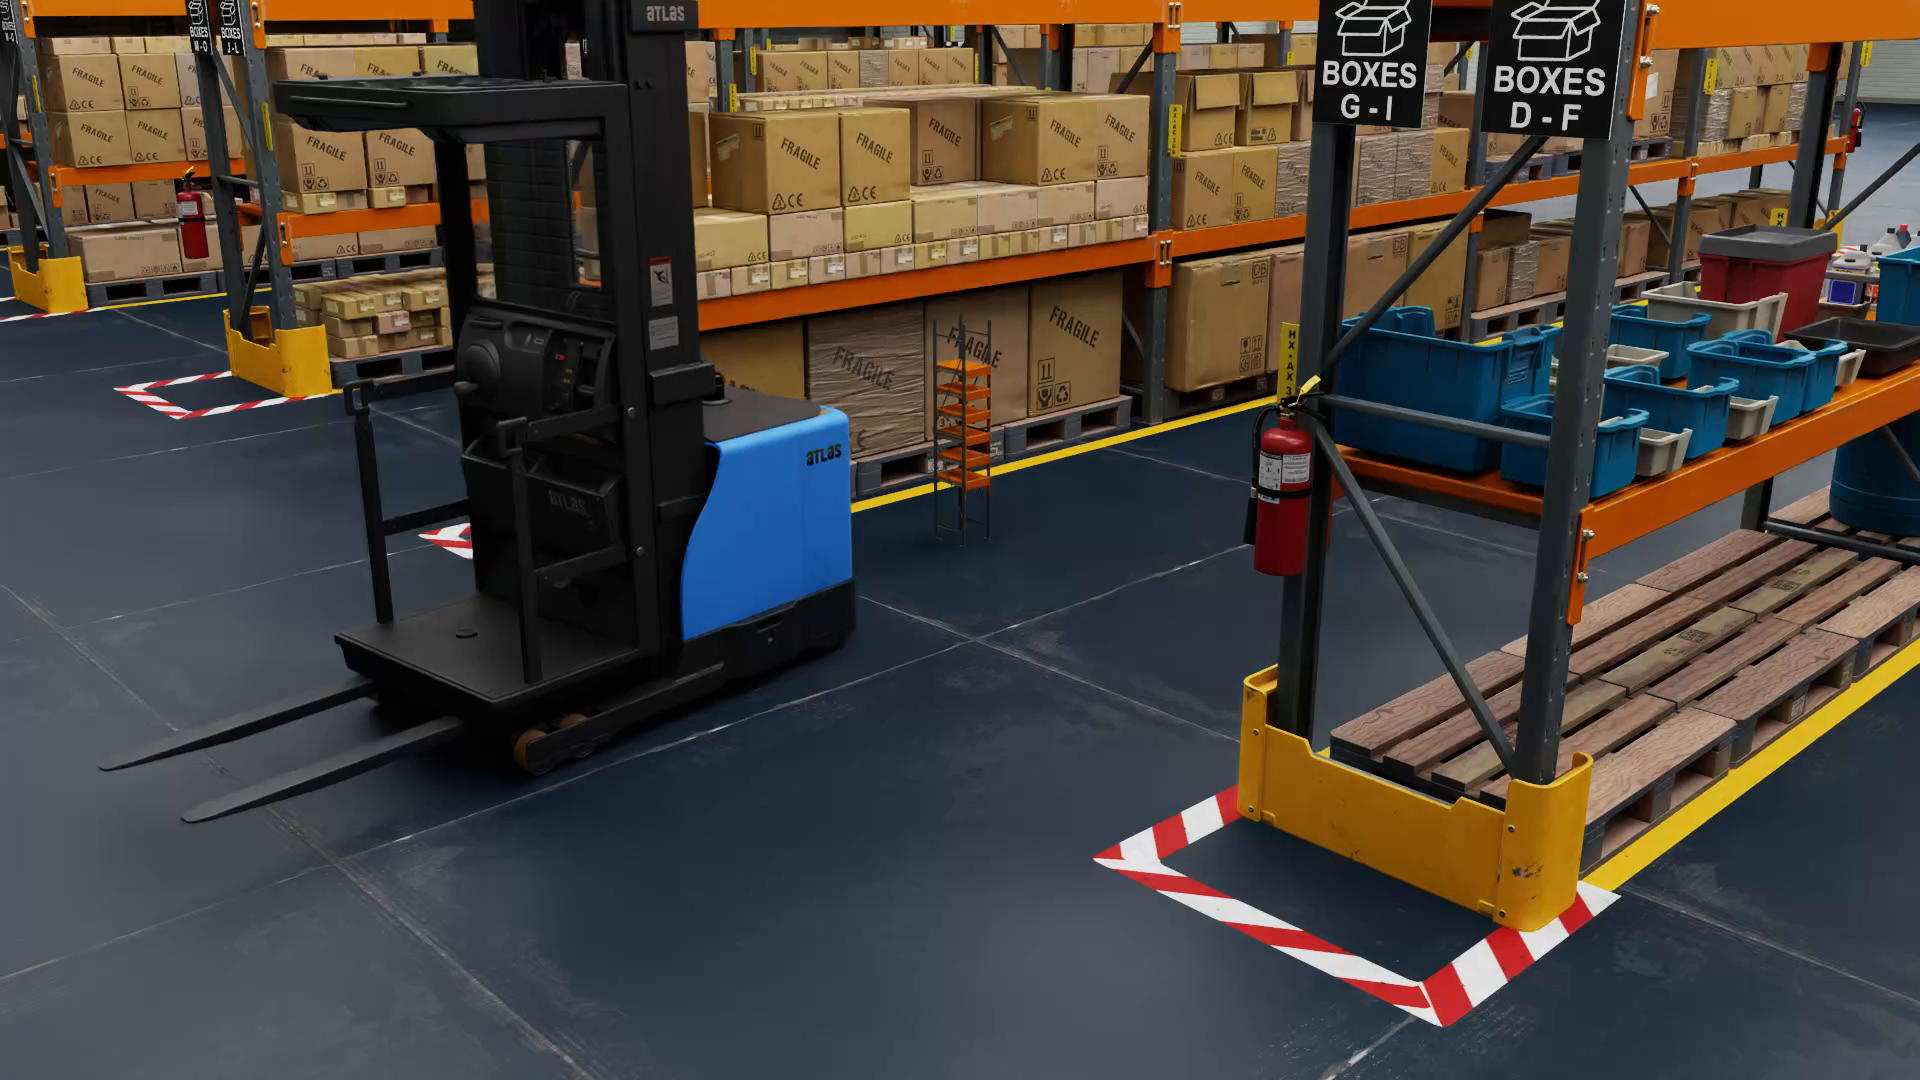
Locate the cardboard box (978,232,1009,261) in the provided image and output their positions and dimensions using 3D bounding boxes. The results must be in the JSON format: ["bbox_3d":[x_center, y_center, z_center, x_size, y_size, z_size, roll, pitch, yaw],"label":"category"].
[{"bbox_3d":[0.077,-1.795,10.064,0.250,0.149,0.380,-17,24,-42],"label":"cardboard box"}]

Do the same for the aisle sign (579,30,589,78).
[{"bbox_3d":[-1.745,-2.631,8.022,0.004,0.787,0.394,-16,24,-41],"label":"aisle sign"}]

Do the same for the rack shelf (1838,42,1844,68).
[{"bbox_3d":[5.863,-2.723,8.823,4.000,0.370,1.077,-16,24,-41],"label":"rack shelf"}]

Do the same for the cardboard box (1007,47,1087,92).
[{"bbox_3d":[0.912,-4.921,17.517,0.500,0.500,0.700,-16,24,-41],"label":"cardboard box"}]

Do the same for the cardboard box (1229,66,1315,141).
[{"bbox_3d":[2.413,-3.265,12.402,0.637,0.503,0.797,-15,23,-39],"label":"cardboard box"}]

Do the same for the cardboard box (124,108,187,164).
[{"bbox_3d":[-7.813,-3.896,15.976,0.500,0.500,0.500,-17,24,-42],"label":"cardboard box"}]

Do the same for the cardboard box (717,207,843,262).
[{"bbox_3d":[-0.992,-1.700,9.126,0.500,0.250,0.500,-17,24,-41],"label":"cardboard box"}]

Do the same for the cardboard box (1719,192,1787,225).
[{"bbox_3d":[8.850,-3.615,18.644,0.500,0.500,0.500,-9,20,-27],"label":"cardboard box"}]

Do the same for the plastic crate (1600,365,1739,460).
[{"bbox_3d":[2.388,-0.434,5.634,0.300,0.233,0.416,-16,24,-41],"label":"plastic crate"}]

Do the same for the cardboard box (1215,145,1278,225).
[{"bbox_3d":[1.878,-2.520,11.733,0.500,0.500,0.500,-16,24,-41],"label":"cardboard box"}]

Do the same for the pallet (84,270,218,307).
[{"bbox_3d":[-8.181,-2.558,16.533,1.213,0.211,1.003,-16,24,-41],"label":"pallet"}]

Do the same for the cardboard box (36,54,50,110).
[{"bbox_3d":[-8.521,-4.377,15.837,0.500,0.500,0.500,-15,23,-39],"label":"cardboard box"}]

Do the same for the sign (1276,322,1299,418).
[{"bbox_3d":[1.114,-0.565,5.598,0.005,0.325,0.100,-16,24,-41],"label":"sign"}]

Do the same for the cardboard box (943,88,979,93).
[{"bbox_3d":[-0.028,-4.296,16.134,0.250,0.149,0.380,-15,23,-39],"label":"cardboard box"}]

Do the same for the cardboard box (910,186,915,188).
[{"bbox_3d":[-0.615,-2.036,10.161,0.500,0.250,0.500,-16,24,-41],"label":"cardboard box"}]

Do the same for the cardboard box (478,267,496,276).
[{"bbox_3d":[-4.044,-2.170,13.792,0.380,0.149,0.250,17,25,42],"label":"cardboard box"}]

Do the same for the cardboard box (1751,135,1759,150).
[{"bbox_3d":[8.074,-4.149,17.325,0.250,0.149,0.380,-16,24,-41],"label":"cardboard box"}]

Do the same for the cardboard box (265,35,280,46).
[{"bbox_3d":[-6.947,-4.929,16.487,0.250,0.149,0.380,-16,24,-41],"label":"cardboard box"}]

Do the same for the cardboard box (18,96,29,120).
[{"bbox_3d":[-10.874,-5.130,19.706,0.500,0.250,0.500,-17,24,-42],"label":"cardboard box"}]

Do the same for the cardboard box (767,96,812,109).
[{"bbox_3d":[-1.526,-3.862,14.794,0.250,0.149,0.380,-15,23,-39],"label":"cardboard box"}]

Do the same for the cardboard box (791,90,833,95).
[{"bbox_3d":[-1.414,-4.168,15.739,0.380,0.149,0.250,17,25,42],"label":"cardboard box"}]

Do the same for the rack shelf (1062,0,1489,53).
[{"bbox_3d":[2.460,-3.833,12.247,4.000,0.370,1.077,-16,24,-41],"label":"rack shelf"}]

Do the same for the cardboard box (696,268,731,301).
[{"bbox_3d":[-1.415,-1.359,8.720,0.250,0.149,0.380,-16,24,-40],"label":"cardboard box"}]

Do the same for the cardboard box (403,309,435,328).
[{"bbox_3d":[-4.322,-1.766,13.026,0.250,0.149,0.380,-16,24,-40],"label":"cardboard box"}]

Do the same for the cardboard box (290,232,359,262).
[{"bbox_3d":[-6.981,-3.228,17.550,0.875,0.438,0.875,17,25,42],"label":"cardboard box"}]

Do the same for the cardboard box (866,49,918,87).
[{"bbox_3d":[-0.905,-6.267,22.125,0.500,0.500,0.500,-15,23,-39],"label":"cardboard box"}]

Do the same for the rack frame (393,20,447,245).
[{"bbox_3d":[-5.801,-4.546,18.141,0.127,3.000,1.000,-16,24,-41],"label":"rack frame"}]

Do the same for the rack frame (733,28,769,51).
[{"bbox_3d":[-3.402,-7.352,26.798,0.127,3.000,1.000,-16,24,-41],"label":"rack frame"}]

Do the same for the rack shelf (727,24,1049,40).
[{"bbox_3d":[-0.874,-4.966,15.741,4.000,0.370,1.077,-16,24,-41],"label":"rack shelf"}]

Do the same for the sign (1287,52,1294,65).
[{"bbox_3d":[3.866,-5.546,19.479,0.005,0.325,0.100,-16,24,-41],"label":"sign"}]

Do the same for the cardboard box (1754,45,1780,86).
[{"bbox_3d":[8.048,-4.935,17.077,0.500,0.500,0.500,-16,24,-41],"label":"cardboard box"}]

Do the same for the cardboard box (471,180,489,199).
[{"bbox_3d":[-3.877,-2.777,13.095,0.250,0.149,0.380,-17,24,-42],"label":"cardboard box"}]

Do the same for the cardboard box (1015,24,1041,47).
[{"bbox_3d":[0.866,-7.053,23.610,0.500,0.500,0.700,-16,24,-41],"label":"cardboard box"}]

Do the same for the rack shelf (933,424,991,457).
[{"bbox_3d":[0.011,-0.532,8.823,0.180,0.103,0.258,-16,24,-41],"label":"rack shelf"}]

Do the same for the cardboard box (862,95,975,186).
[{"bbox_3d":[-0.254,-2.493,10.357,0.500,0.500,0.500,17,25,42],"label":"cardboard box"}]

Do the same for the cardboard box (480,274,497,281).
[{"bbox_3d":[-3.677,-2.055,13.436,0.250,0.149,0.380,-16,24,-40],"label":"cardboard box"}]

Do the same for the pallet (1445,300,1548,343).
[{"bbox_3d":[4.482,-2.011,14.845,1.213,0.211,1.003,-16,24,-41],"label":"pallet"}]

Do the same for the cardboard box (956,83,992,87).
[{"bbox_3d":[0.107,-4.613,17.111,0.250,0.149,0.380,-16,24,-41],"label":"cardboard box"}]

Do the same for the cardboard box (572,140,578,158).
[{"bbox_3d":[-3.225,-3.266,13.550,0.500,0.500,0.500,-16,24,-41],"label":"cardboard box"}]

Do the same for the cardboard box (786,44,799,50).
[{"bbox_3d":[-2.659,-7.983,27.046,0.250,0.149,0.380,-17,24,-42],"label":"cardboard box"}]

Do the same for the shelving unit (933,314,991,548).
[{"bbox_3d":[0.011,-0.574,8.809,0.189,1.200,0.258,-16,24,-41],"label":"shelving unit"}]

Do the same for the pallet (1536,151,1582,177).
[{"bbox_3d":[5.324,-3.510,15.257,1.213,0.211,1.003,-16,24,-41],"label":"pallet"}]

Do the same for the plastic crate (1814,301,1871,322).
[{"bbox_3d":[3.974,-1.051,7.694,0.243,0.136,0.396,-16,24,-41],"label":"plastic crate"}]

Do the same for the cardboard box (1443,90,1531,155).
[{"bbox_3d":[4.615,-3.684,14.640,0.500,0.500,0.700,-12,22,-33],"label":"cardboard box"}]

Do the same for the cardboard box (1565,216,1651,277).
[{"bbox_3d":[6.359,-2.915,16.451,0.700,0.500,0.500,16,24,40],"label":"cardboard box"}]

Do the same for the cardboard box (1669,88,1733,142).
[{"bbox_3d":[7.190,-4.290,16.710,0.500,0.500,0.875,-16,24,-41],"label":"cardboard box"}]

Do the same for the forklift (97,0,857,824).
[{"bbox_3d":[-1.798,-0.684,6.343,1.130,2.935,3.031,14,23,38],"label":"forklift"}]

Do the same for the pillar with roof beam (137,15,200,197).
[{"bbox_3d":[-7.382,-7.601,17.836,0.400,9.000,9.100,-16,24,-41],"label":"pillar with roof beam"}]

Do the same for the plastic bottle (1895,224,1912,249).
[{"bbox_3d":[4.987,-1.499,8.823,0.185,0.351,0.144,-16,24,-41],"label":"plastic bottle"}]

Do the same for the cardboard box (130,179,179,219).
[{"bbox_3d":[-10.209,-4.321,20.820,0.700,0.500,0.500,17,24,42],"label":"cardboard box"}]
